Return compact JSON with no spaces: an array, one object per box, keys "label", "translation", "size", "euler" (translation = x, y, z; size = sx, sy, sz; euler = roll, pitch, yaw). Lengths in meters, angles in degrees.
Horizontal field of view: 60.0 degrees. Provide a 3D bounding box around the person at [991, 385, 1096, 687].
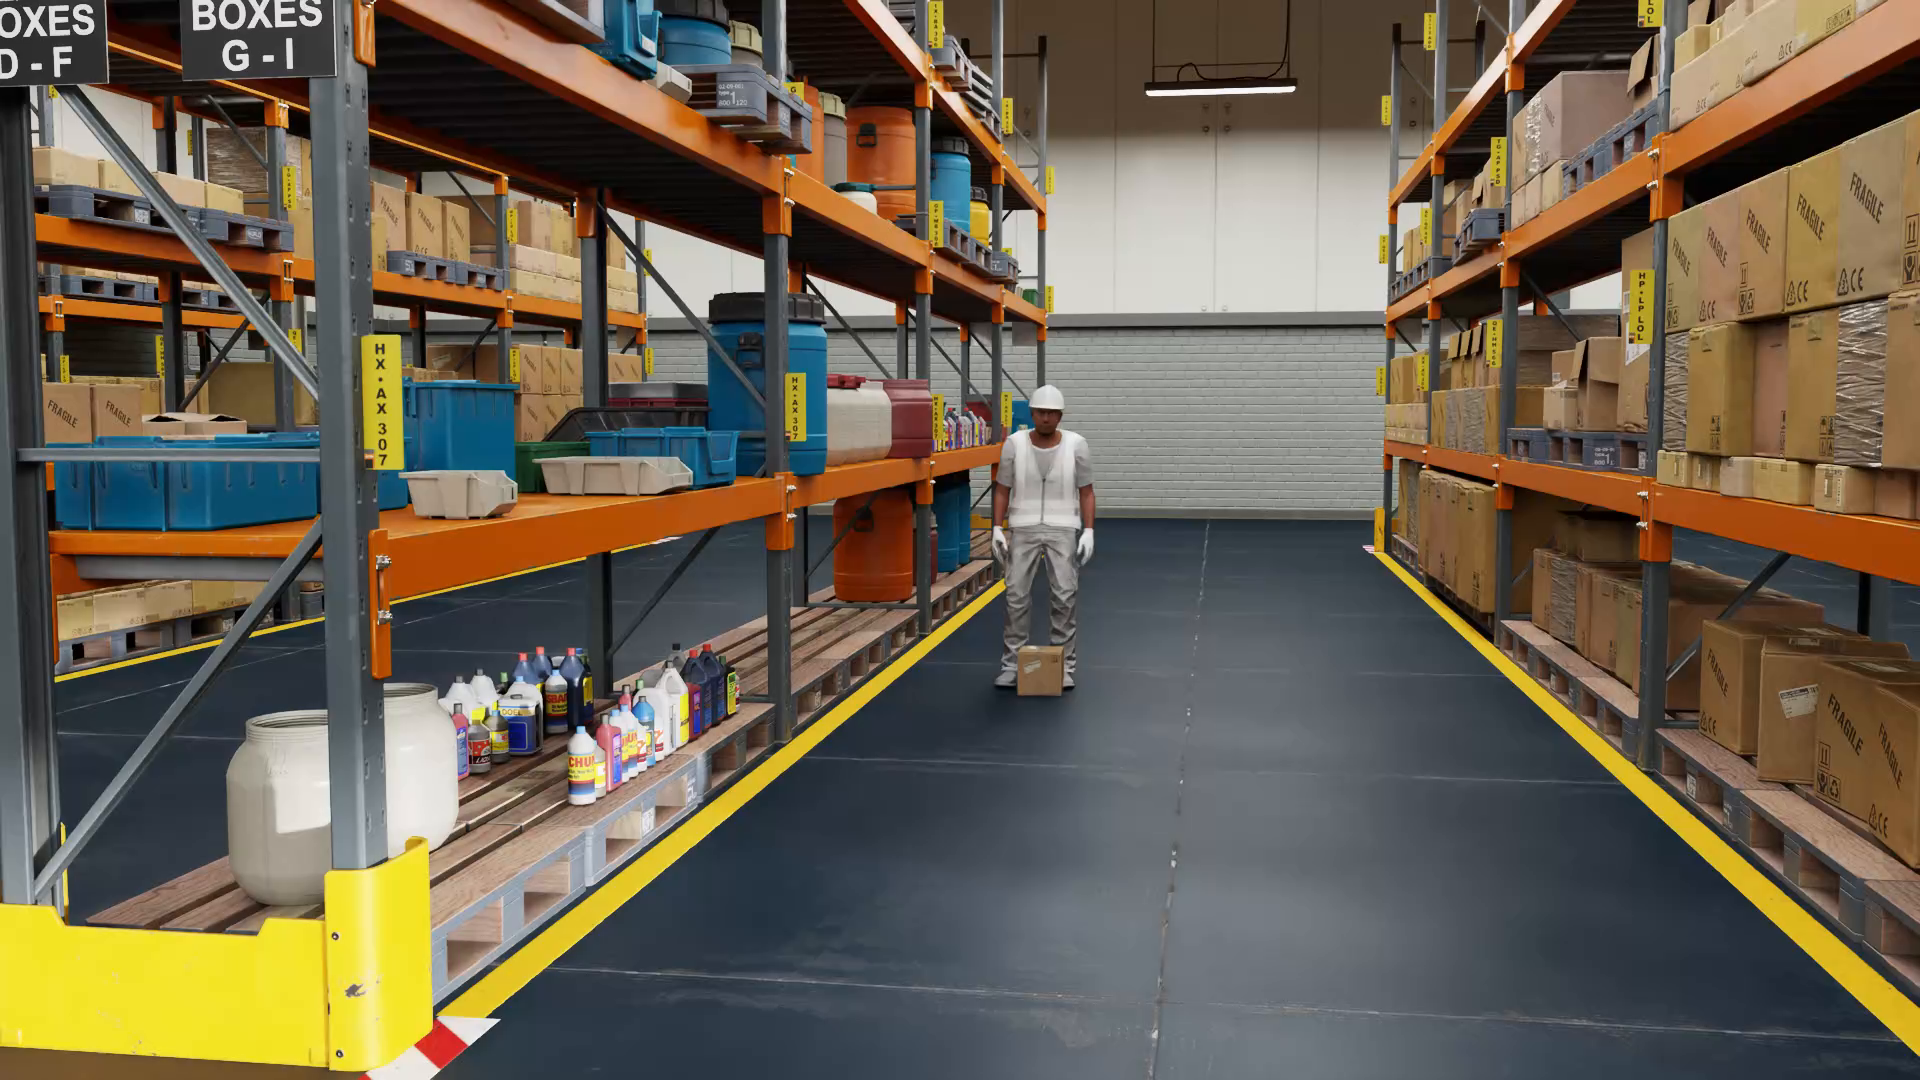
[{"label":"person","translation":[0.490,-0.020,9.782],"size":[0.609,1.773,0.450],"euler":[0,4,6]}]
